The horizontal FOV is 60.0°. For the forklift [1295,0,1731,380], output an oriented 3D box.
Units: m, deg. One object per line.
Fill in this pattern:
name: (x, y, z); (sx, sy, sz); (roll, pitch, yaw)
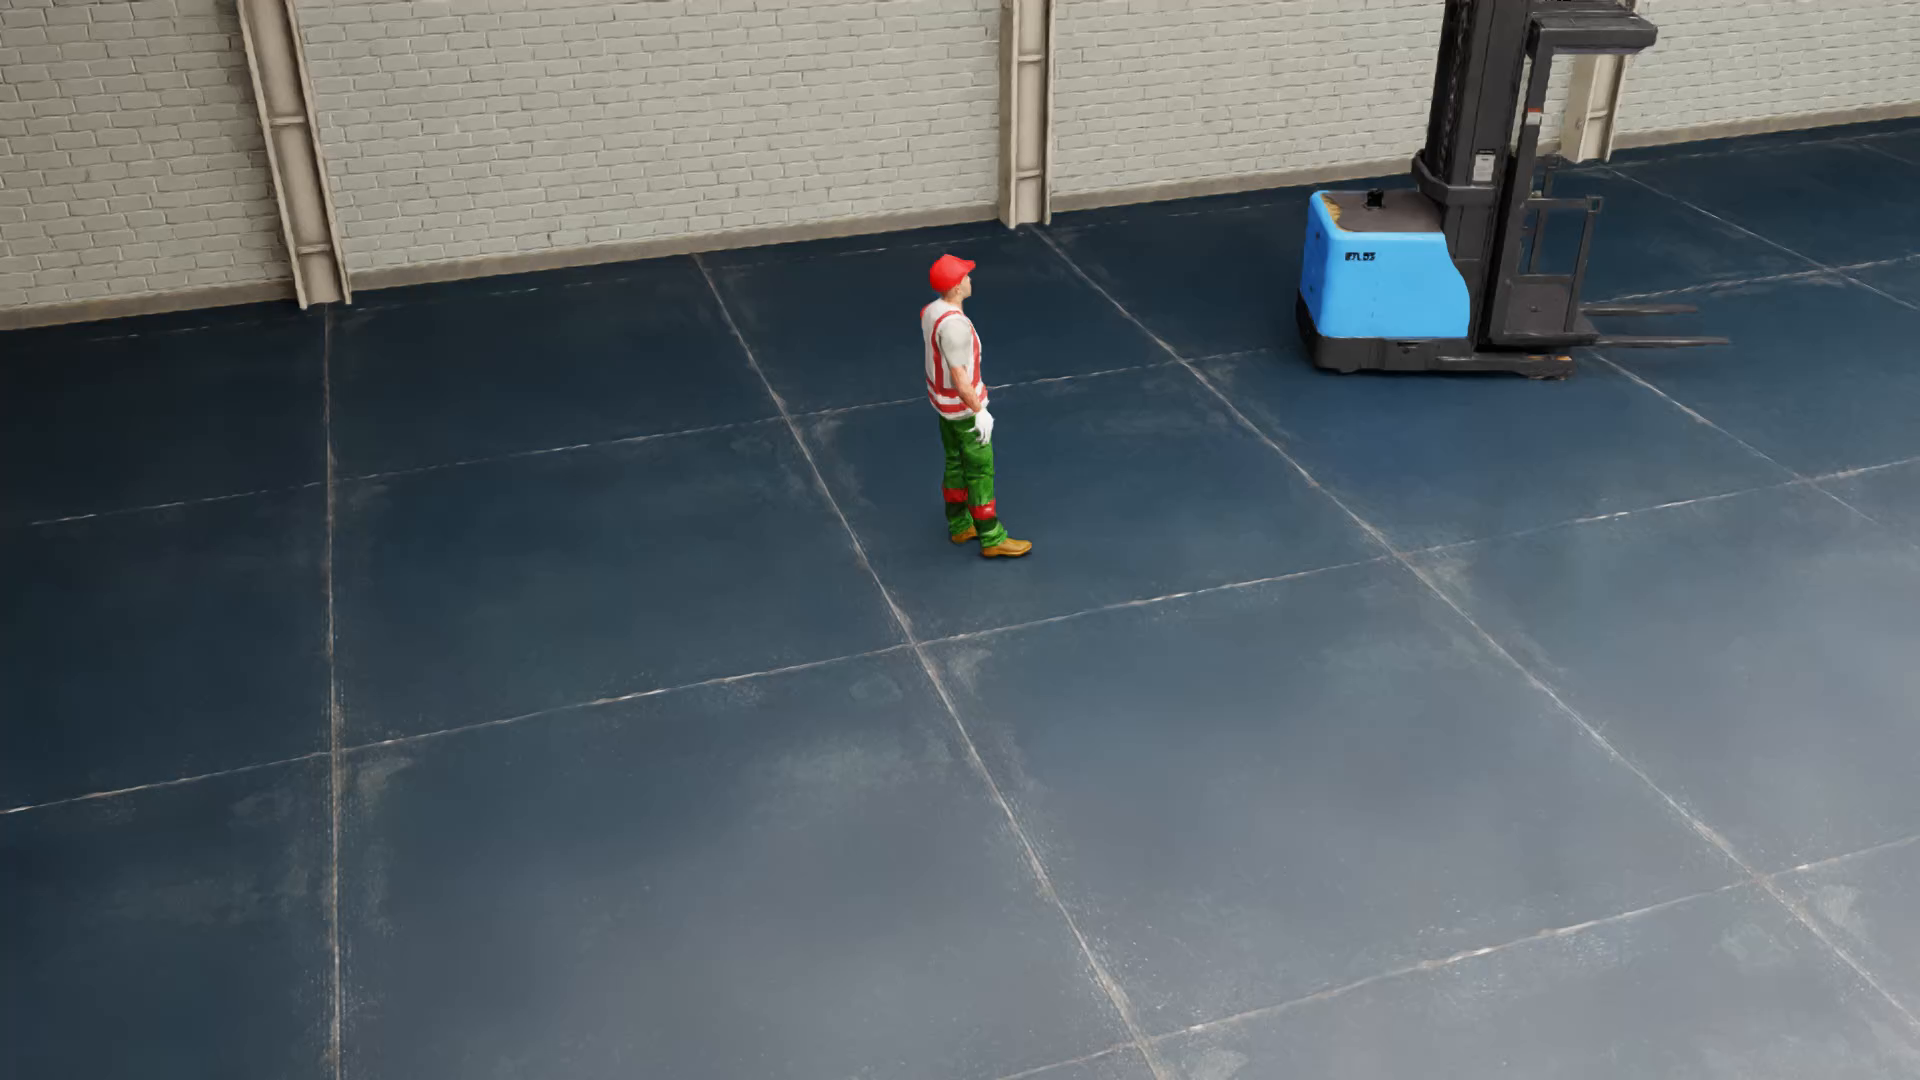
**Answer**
forklift: (4.098, -2.702, 11.783); (3.031, 2.935, 1.130); (1, 30, 1)

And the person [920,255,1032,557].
person: (0.080, -0.789, 9.589); (0.563, 1.787, 0.637); (-10, 31, -16)
